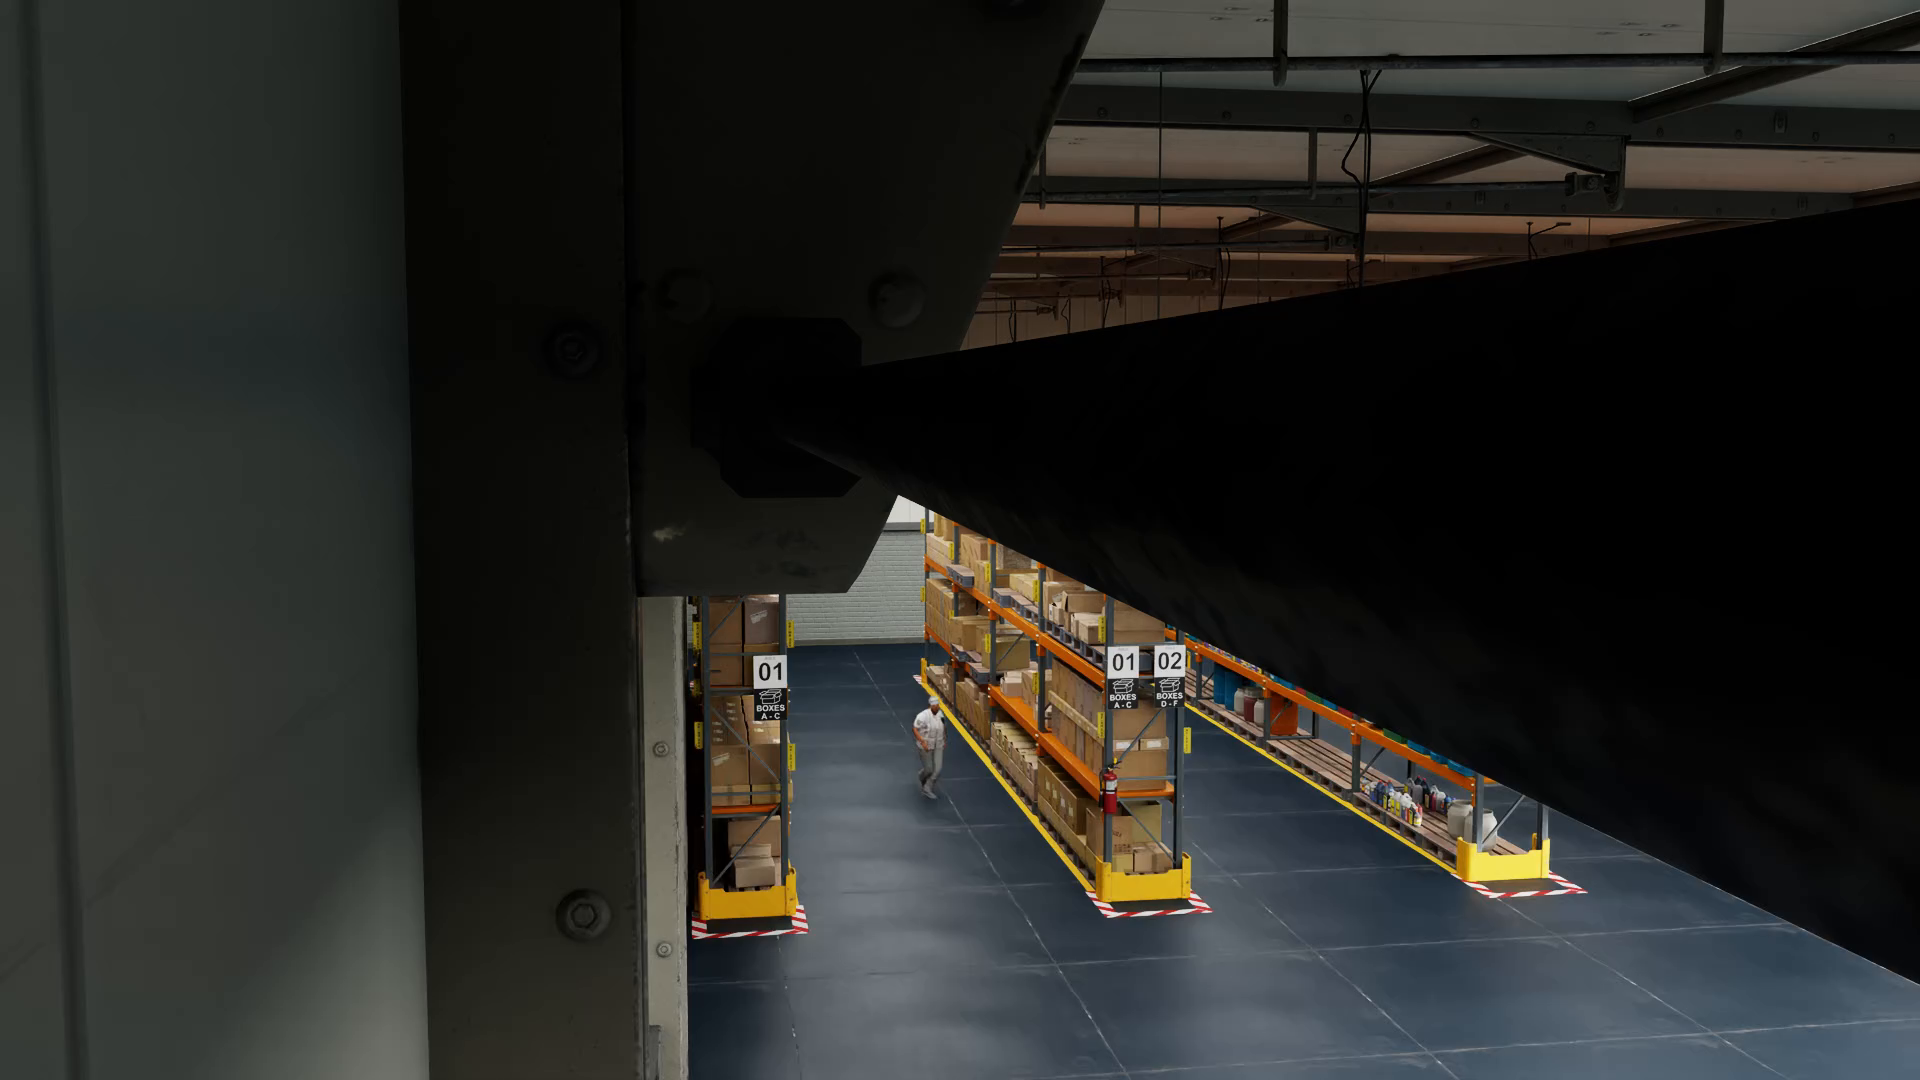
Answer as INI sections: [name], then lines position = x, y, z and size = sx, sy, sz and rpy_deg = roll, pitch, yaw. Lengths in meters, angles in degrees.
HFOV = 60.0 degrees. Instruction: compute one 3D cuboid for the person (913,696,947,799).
[person]
position = -0.482, 3.242, 26.170
size = 0.599, 1.608, 0.611
rpy_deg = -2, 6, -26
